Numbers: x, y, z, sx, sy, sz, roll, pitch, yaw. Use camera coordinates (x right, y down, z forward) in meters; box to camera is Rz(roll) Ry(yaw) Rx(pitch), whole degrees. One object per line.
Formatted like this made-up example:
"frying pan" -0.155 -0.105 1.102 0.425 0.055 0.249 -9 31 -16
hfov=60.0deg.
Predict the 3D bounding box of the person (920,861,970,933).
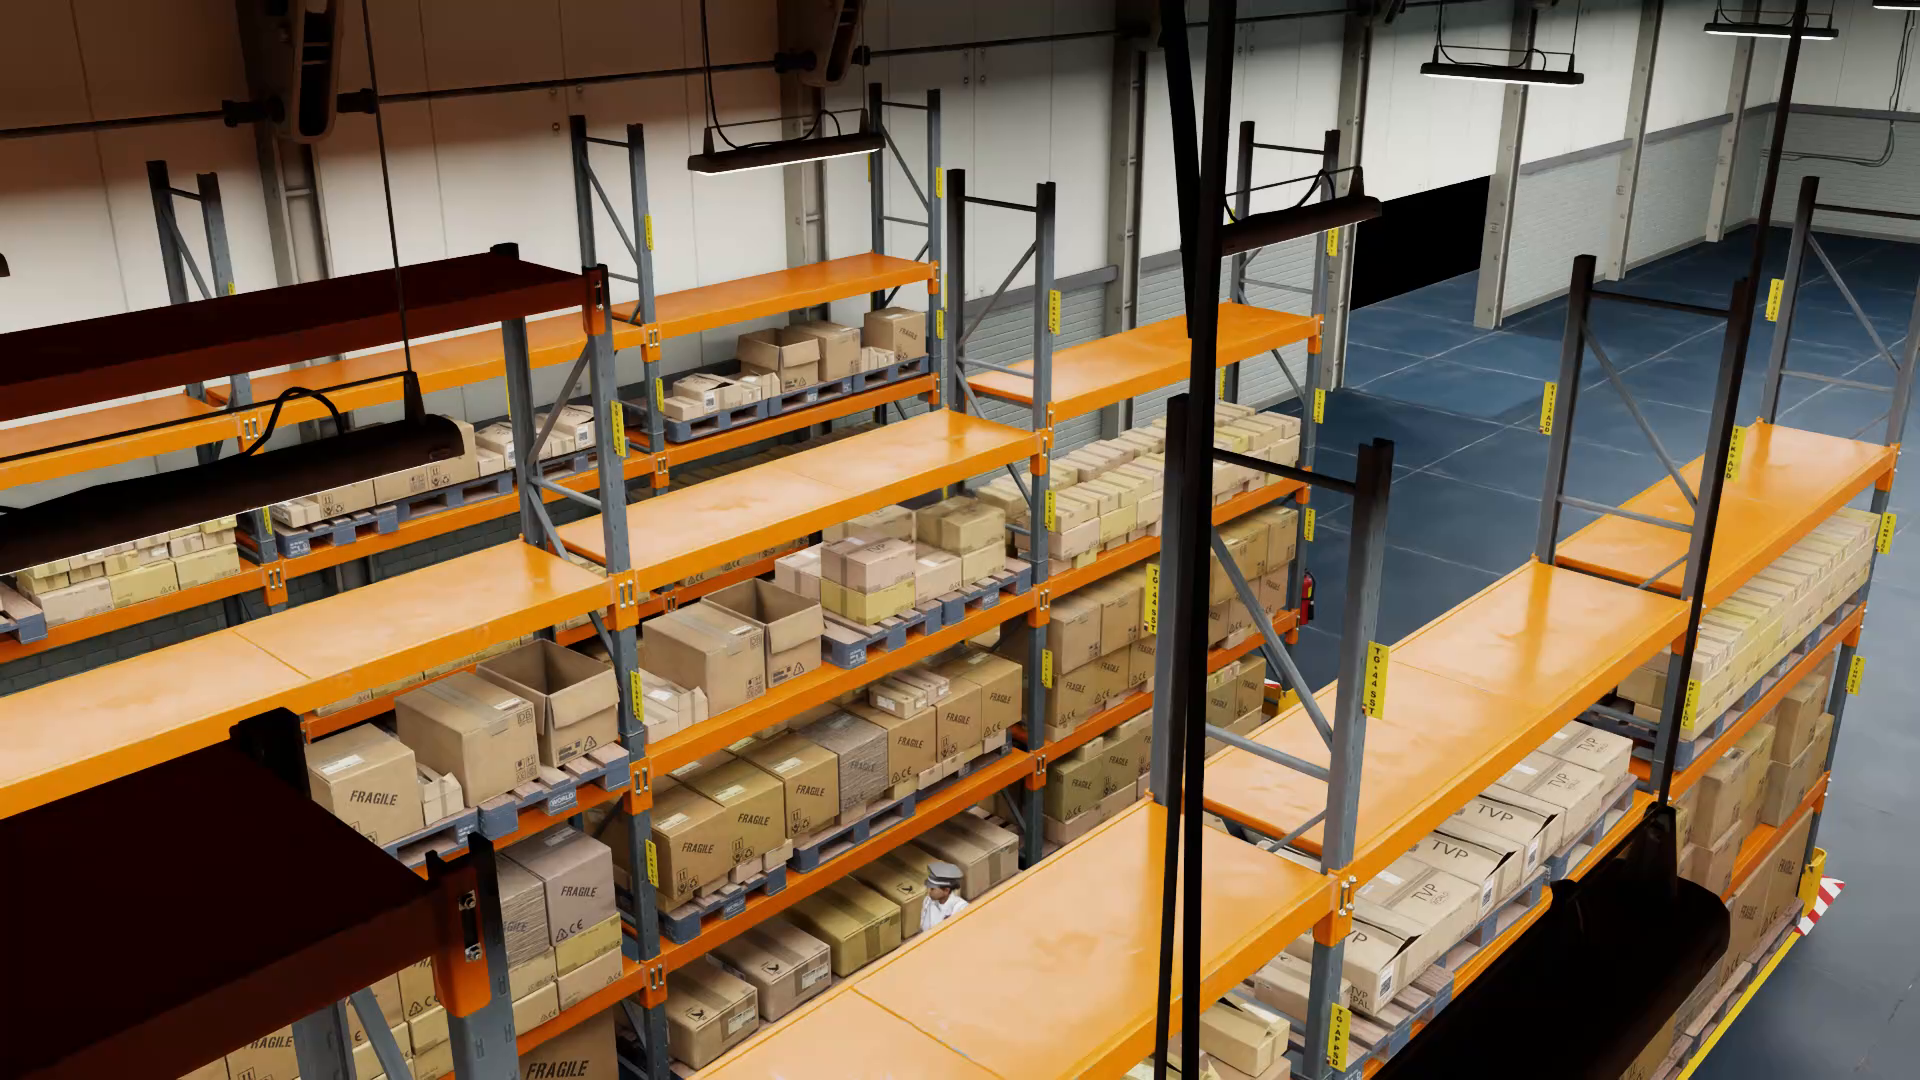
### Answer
"person" -0.054 3.061 11.799 0.578 1.679 0.423 17 27 38
